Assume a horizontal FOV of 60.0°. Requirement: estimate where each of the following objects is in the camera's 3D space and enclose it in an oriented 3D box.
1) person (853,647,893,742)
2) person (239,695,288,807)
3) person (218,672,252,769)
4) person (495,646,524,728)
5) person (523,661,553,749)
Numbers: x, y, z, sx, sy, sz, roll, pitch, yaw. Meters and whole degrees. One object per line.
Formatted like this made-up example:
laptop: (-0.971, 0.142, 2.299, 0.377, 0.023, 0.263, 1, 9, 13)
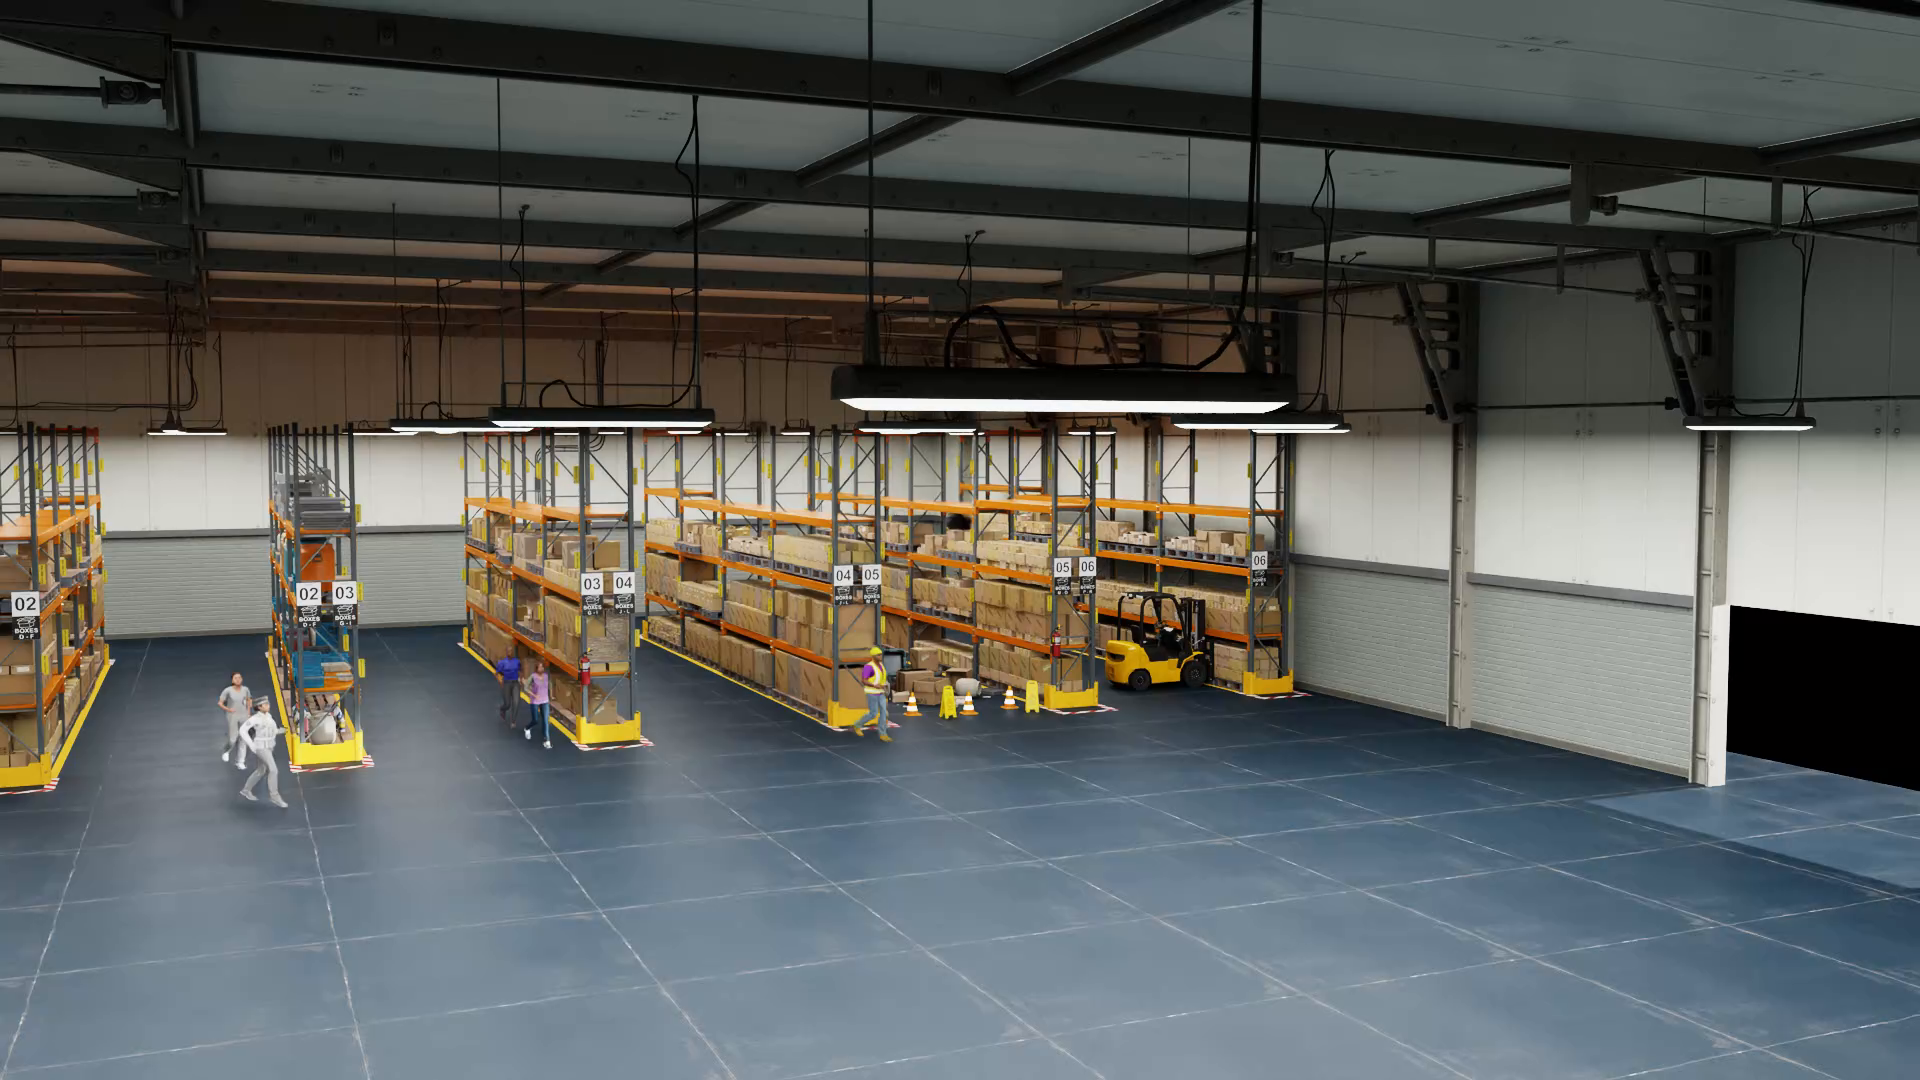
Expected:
person: (-1.623, 2.918, 31.526, 0.814, 1.775, 0.709, 2, 4, 31)
person: (-10.858, 3.282, 25.897, 0.817, 1.737, 0.589, 0, 3, 3)
person: (-12.657, 3.139, 29.065, 0.576, 1.677, 0.736, -3, 5, -39)
person: (-8.937, 2.909, 33.032, 0.588, 1.603, 0.647, -2, 4, -33)
person: (-7.836, 3.046, 30.939, 0.590, 1.604, 0.814, -3, 4, -37)
